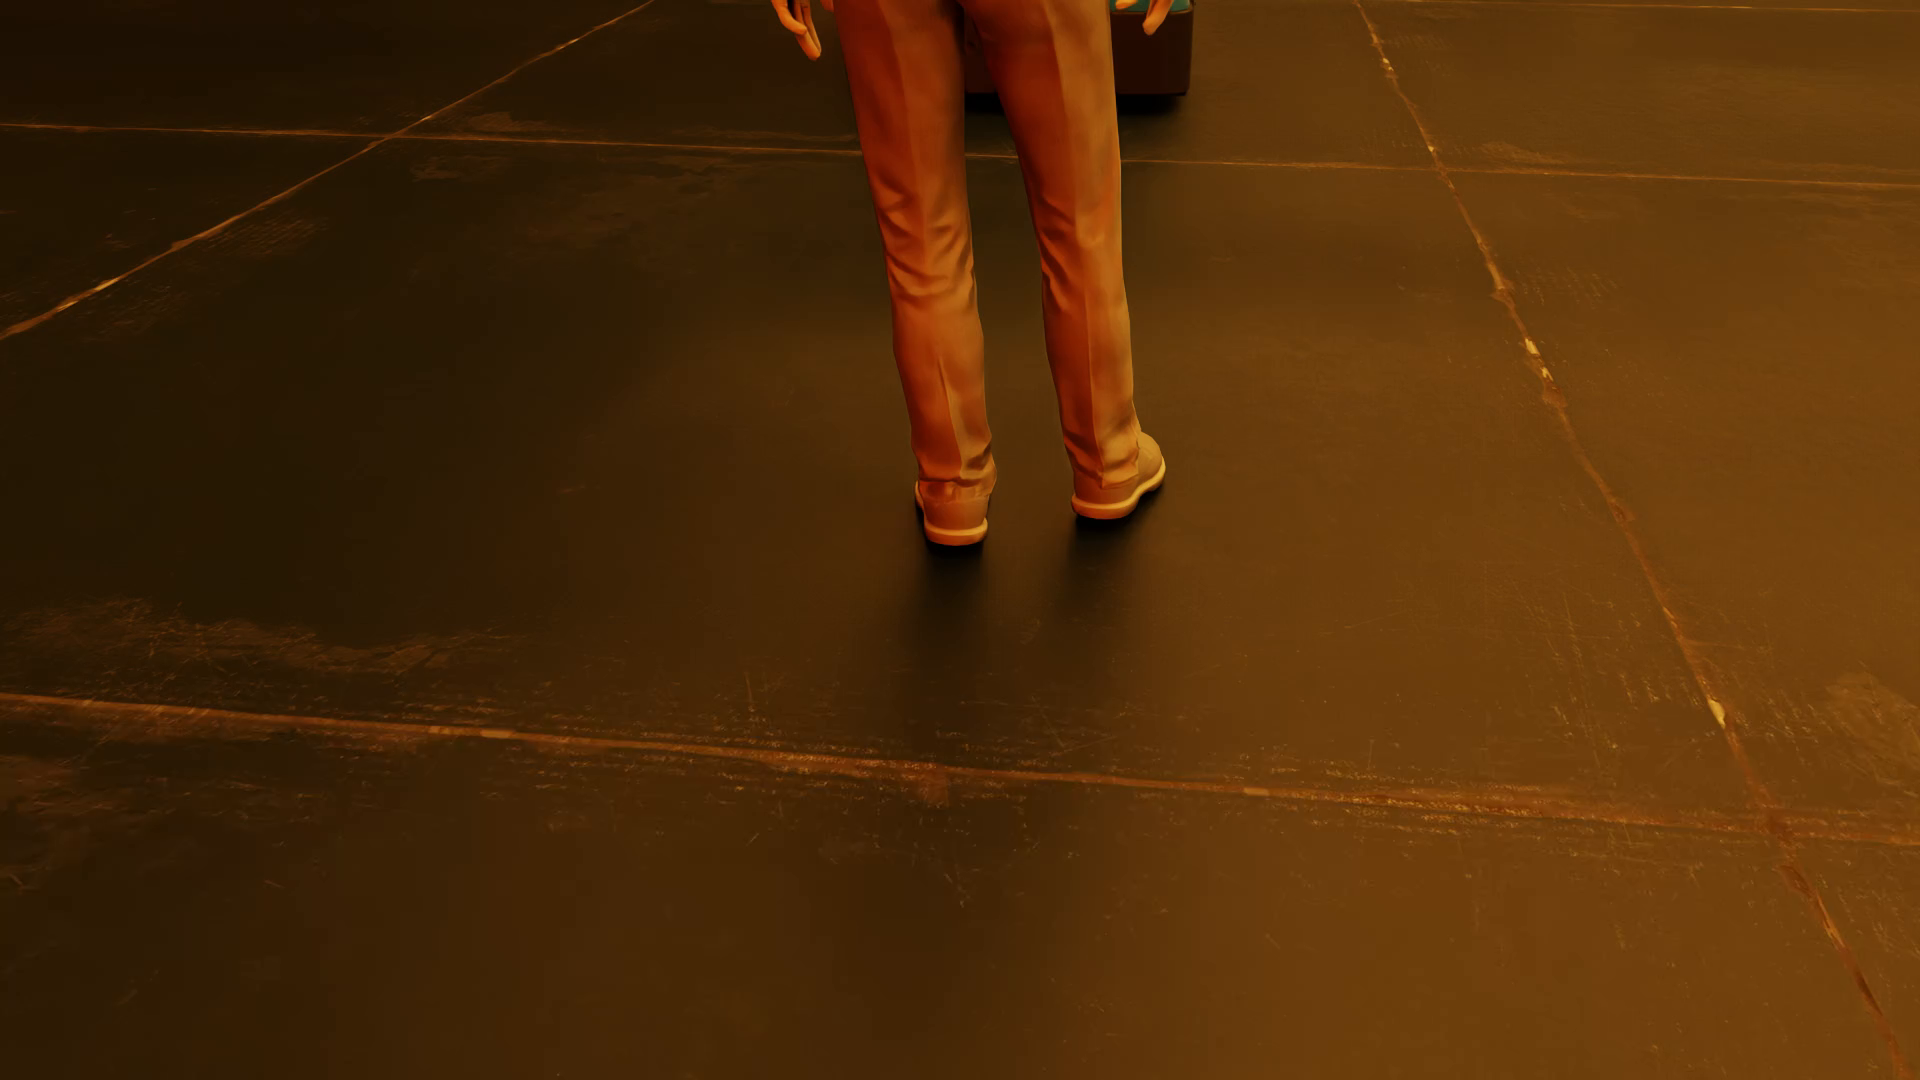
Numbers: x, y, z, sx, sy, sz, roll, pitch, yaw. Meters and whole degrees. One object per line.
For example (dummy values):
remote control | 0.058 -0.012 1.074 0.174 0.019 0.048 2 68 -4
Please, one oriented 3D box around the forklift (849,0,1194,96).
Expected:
forklift | 0.232 -3.278 5.789 1.130 2.935 3.031 1 27 2

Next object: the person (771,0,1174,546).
person | 0.016 -0.795 2.179 0.586 1.694 0.530 3 27 7
